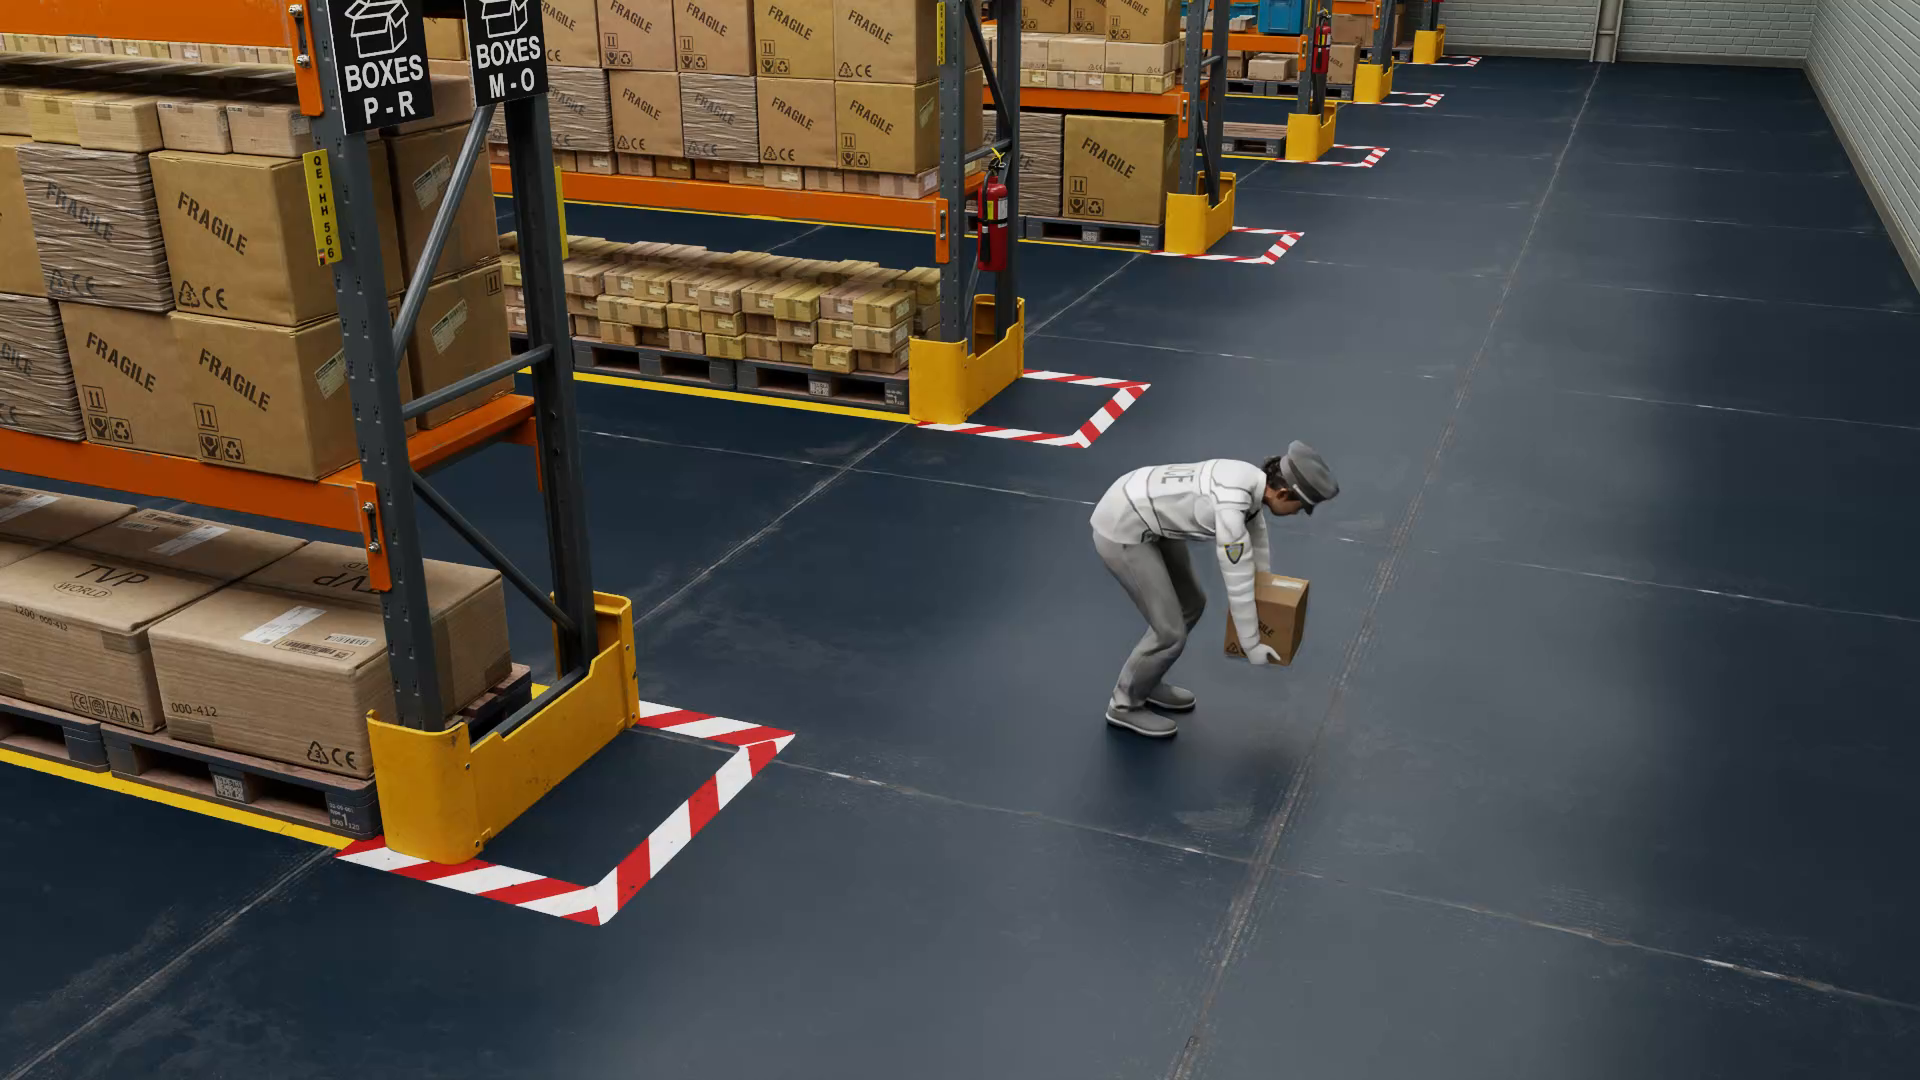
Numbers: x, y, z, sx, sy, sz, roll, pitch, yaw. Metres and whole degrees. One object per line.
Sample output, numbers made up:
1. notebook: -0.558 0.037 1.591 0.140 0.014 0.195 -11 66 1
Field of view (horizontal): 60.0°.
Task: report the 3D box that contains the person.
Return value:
1. person: 0.941 0.171 6.301 0.908 1.192 0.432 8 24 18
